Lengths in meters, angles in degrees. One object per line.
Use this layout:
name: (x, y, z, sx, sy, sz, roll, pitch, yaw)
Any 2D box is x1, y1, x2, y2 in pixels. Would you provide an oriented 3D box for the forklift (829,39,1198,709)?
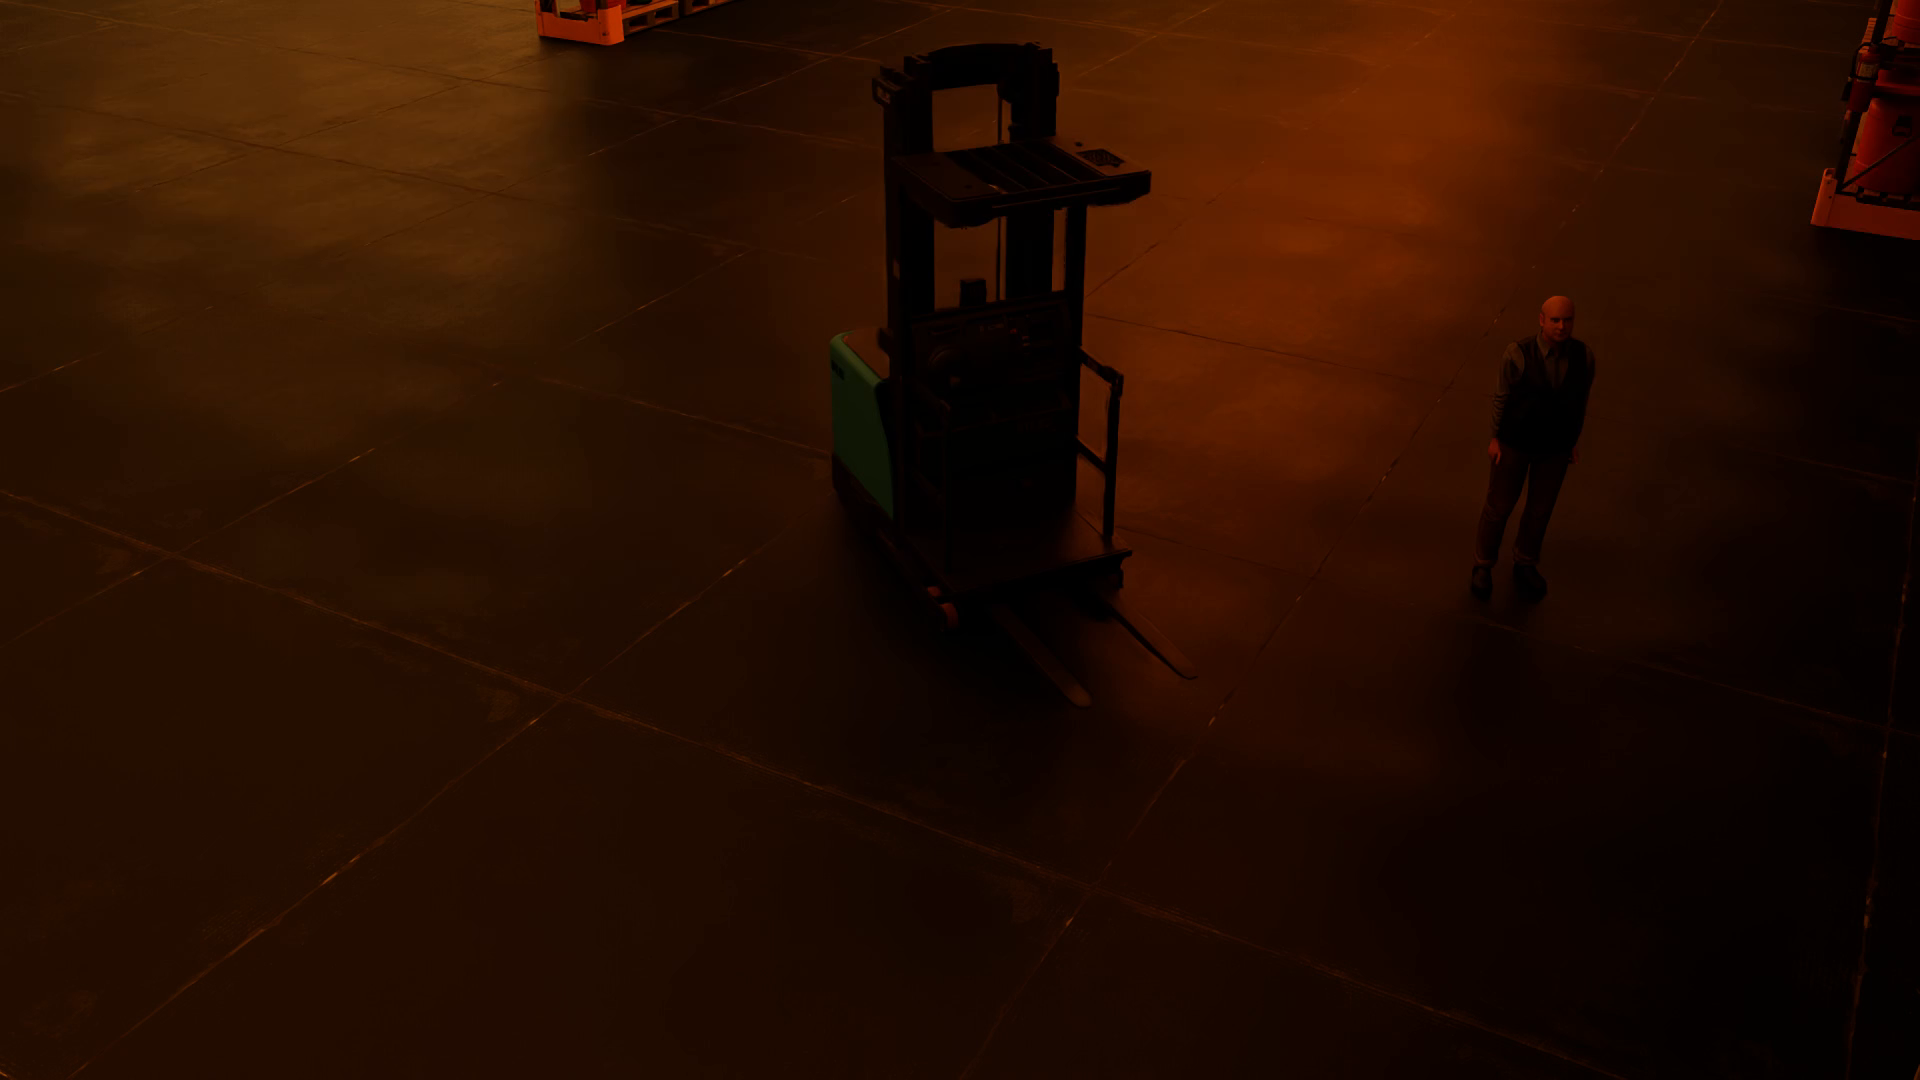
forklift: (0.268, -1.009, 8.819, 1.130, 2.935, 3.031, -13, 32, -21)

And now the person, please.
person: (3.177, -0.517, 9.178, 0.525, 1.725, 0.372, -1, 30, -1)
